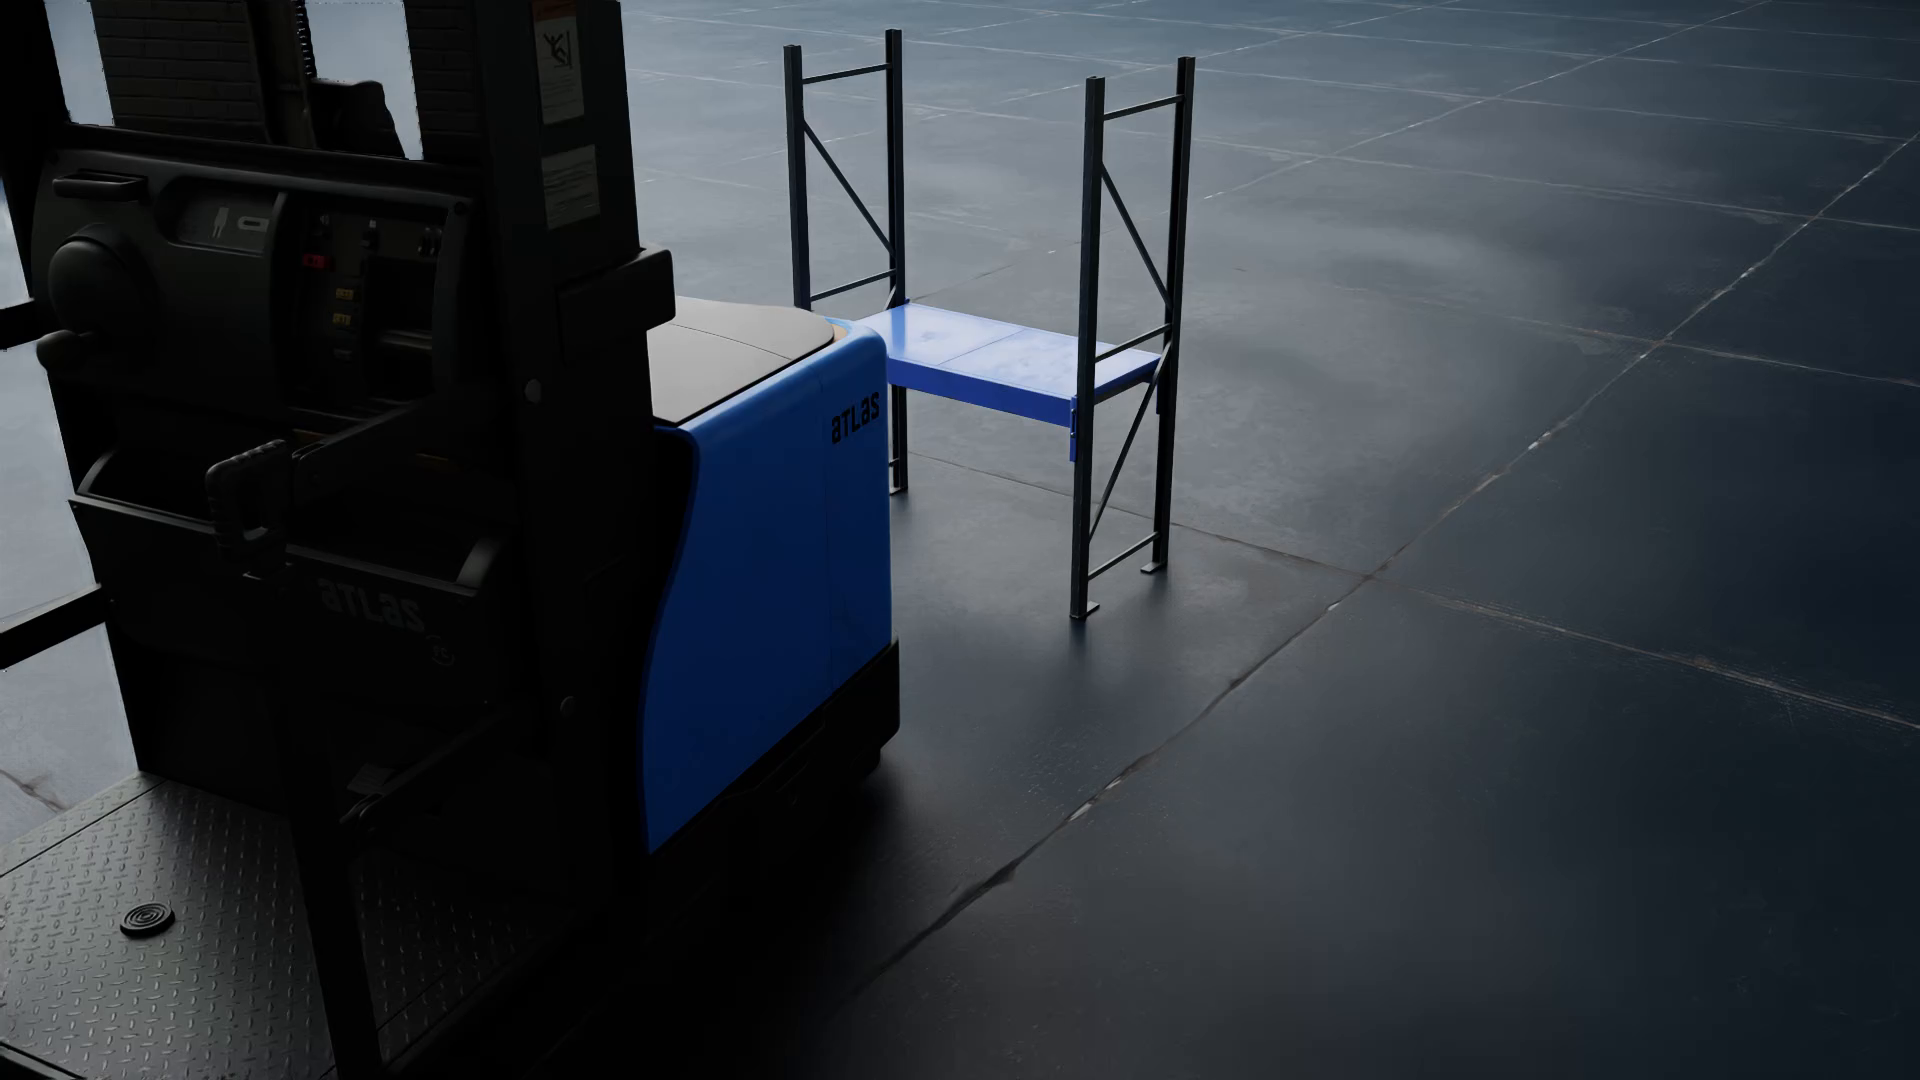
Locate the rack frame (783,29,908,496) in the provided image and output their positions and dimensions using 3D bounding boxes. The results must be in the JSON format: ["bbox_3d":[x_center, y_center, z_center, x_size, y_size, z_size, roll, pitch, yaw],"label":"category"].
[{"bbox_3d":[-0.339,-0.789,5.180,0.032,1.500,0.500,17,29,33],"label":"rack frame"}]

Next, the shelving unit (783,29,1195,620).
[{"bbox_3d":[0.068,-0.666,4.901,1.048,1.500,0.538,17,29,33],"label":"shelving unit"}]

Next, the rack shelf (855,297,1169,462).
[{"bbox_3d":[0.068,-0.501,4.973,1.000,0.185,0.538,17,29,33],"label":"rack shelf"}]

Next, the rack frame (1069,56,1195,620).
[{"bbox_3d":[0.475,-0.543,4.622,0.032,1.500,0.500,17,29,33],"label":"rack frame"}]

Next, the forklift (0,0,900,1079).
[{"bbox_3d":[-1.241,-0.387,2.493,1.130,2.935,3.031,11,26,23],"label":"forklift"}]
